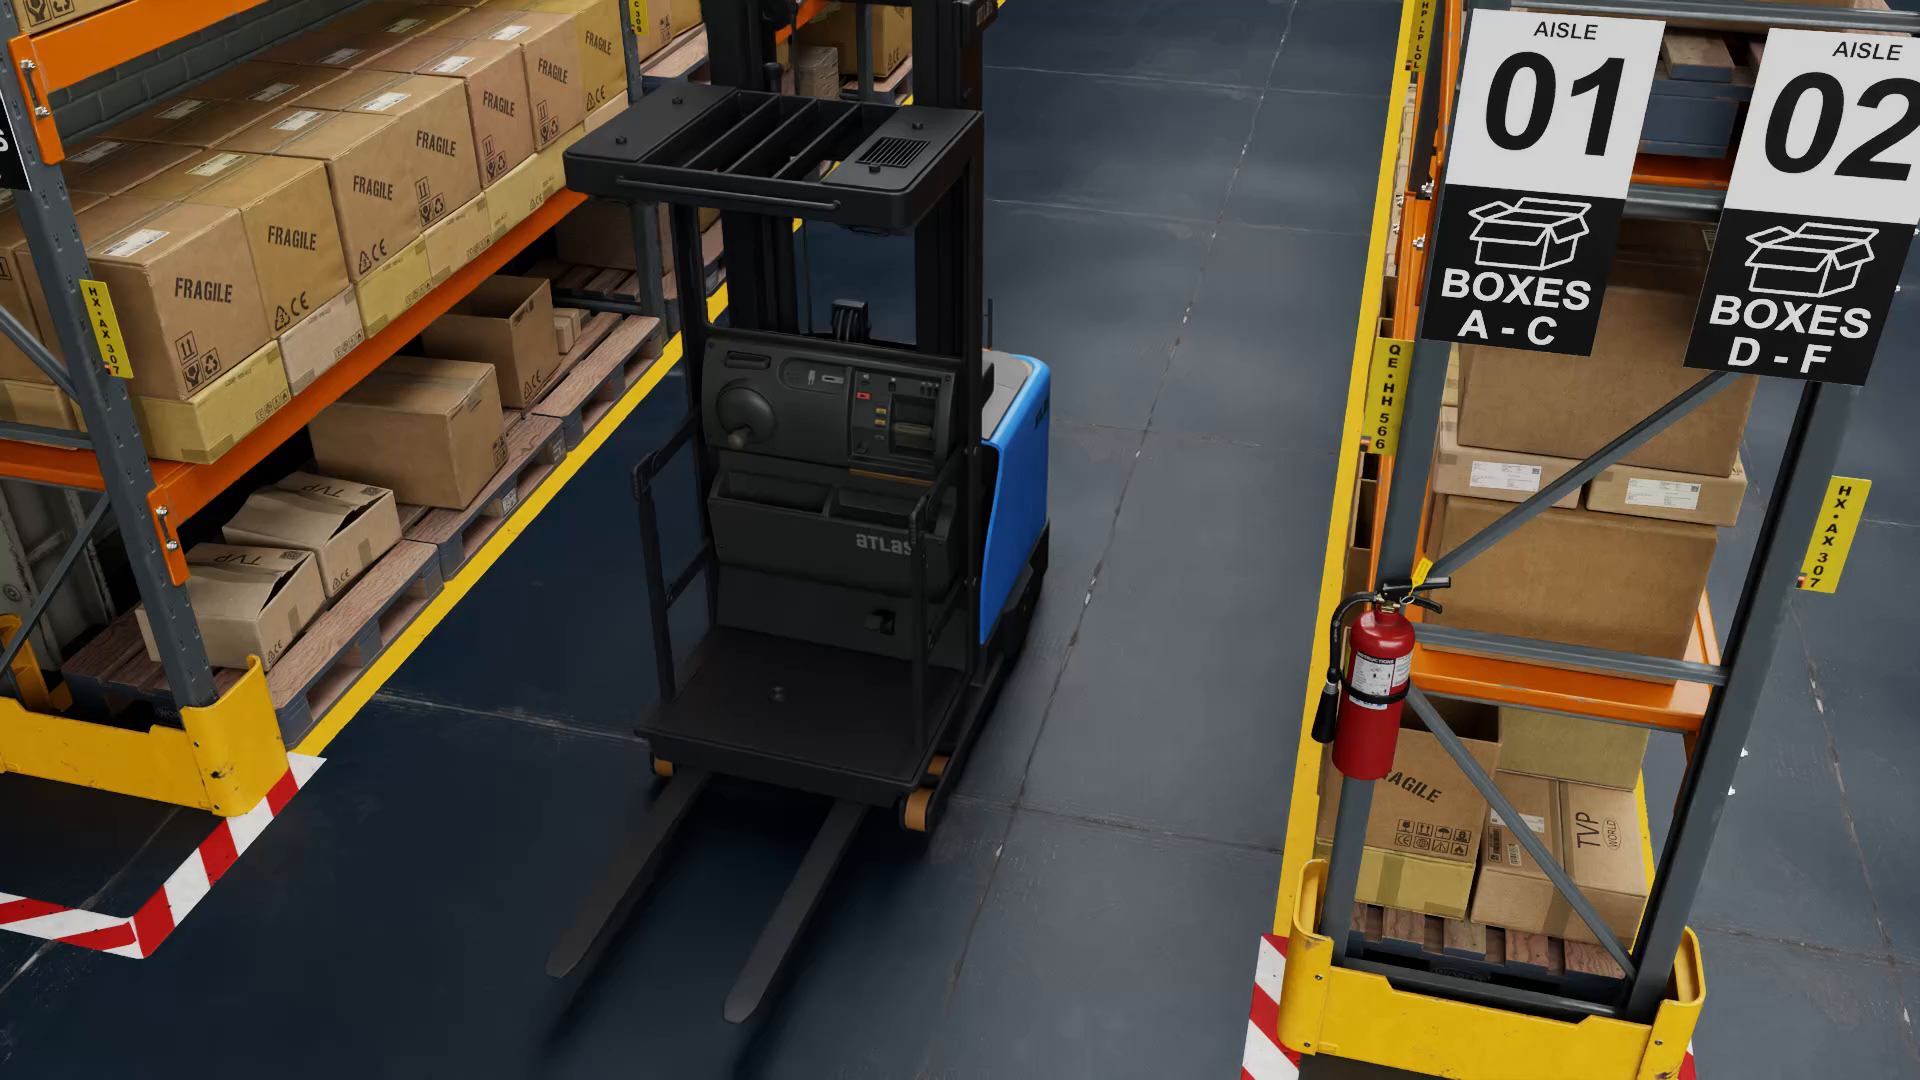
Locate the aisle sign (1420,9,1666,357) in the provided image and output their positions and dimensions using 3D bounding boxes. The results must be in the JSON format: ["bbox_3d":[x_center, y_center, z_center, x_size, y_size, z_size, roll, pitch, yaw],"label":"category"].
[{"bbox_3d":[1.306,-0.794,3.780,0.394,0.787,0.004,8,33,12],"label":"aisle sign"}]

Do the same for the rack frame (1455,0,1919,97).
[{"bbox_3d":[1.607,-2.223,2.859,1.000,3.000,0.127,8,33,12],"label":"rack frame"}]

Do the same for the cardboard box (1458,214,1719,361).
[{"bbox_3d":[1.880,-0.823,4.946,0.700,0.500,0.500,7,33,11],"label":"cardboard box"}]

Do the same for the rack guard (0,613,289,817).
[{"bbox_3d":[-3.166,0.652,6.259,1.175,0.500,0.348,8,33,12],"label":"rack guard"}]

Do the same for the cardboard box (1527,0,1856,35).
[{"bbox_3d":[1.757,-1.535,3.954,0.797,0.503,0.637,10,34,16],"label":"cardboard box"}]

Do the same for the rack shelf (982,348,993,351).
[{"bbox_3d":[-0.002,-0.767,7.250,0.258,0.103,0.180,9,34,14],"label":"rack shelf"}]

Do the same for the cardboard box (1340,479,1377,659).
[{"bbox_3d":[1.695,0.136,6.213,0.500,0.500,0.500,8,33,12],"label":"cardboard box"}]

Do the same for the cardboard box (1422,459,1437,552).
[{"bbox_3d":[1.867,-0.247,5.250,0.700,0.500,0.500,9,34,14],"label":"cardboard box"}]

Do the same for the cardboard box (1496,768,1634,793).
[{"bbox_3d":[2.082,0.784,5.893,0.500,0.250,0.500,8,33,12],"label":"cardboard box"}]

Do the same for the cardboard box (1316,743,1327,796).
[{"bbox_3d":[1.573,0.712,6.005,0.500,0.250,0.500,8,33,12],"label":"cardboard box"}]

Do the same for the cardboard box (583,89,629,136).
[{"bbox_3d":[-1.997,-2.098,8.375,0.500,0.250,0.500,8,33,12],"label":"cardboard box"}]

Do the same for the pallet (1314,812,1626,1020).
[{"bbox_3d":[1.761,1.083,5.850,1.003,0.211,1.213,8,33,12],"label":"pallet"}]

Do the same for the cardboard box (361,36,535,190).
[{"bbox_3d":[-2.250,-1.894,7.356,0.500,0.500,0.500,7,33,11],"label":"cardboard box"}]

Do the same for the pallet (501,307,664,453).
[{"bbox_3d":[-2.306,-0.909,8.984,1.003,0.211,1.213,8,33,12],"label":"pallet"}]

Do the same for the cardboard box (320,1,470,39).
[{"bbox_3d":[-2.626,-2.218,7.865,0.500,0.500,0.500,8,33,12],"label":"cardboard box"}]

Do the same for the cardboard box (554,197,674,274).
[{"bbox_3d":[-2.000,-1.955,9.948,0.700,0.500,0.500,9,34,14],"label":"cardboard box"}]

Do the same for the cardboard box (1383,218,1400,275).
[{"bbox_3d":[2.574,-1.541,9.026,0.500,0.311,0.500,9,34,14],"label":"cardboard box"}]

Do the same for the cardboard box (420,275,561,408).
[{"bbox_3d":[-2.395,-1.026,8.488,0.500,0.500,0.500,6,33,9],"label":"cardboard box"}]

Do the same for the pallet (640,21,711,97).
[{"bbox_3d":[-1.836,-2.735,9.436,1.003,0.211,1.213,8,33,12],"label":"pallet"}]

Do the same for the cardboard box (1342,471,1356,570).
[{"bbox_3d":[1.948,-0.067,7.231,0.500,0.250,0.500,8,33,12],"label":"cardboard box"}]

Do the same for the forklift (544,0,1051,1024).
[{"bbox_3d":[-0.532,-0.413,5.668,1.130,2.935,3.031,9,34,15],"label":"forklift"}]

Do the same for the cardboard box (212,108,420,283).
[{"bbox_3d":[-2.501,-1.355,6.507,0.500,0.500,0.500,7,33,11],"label":"cardboard box"}]

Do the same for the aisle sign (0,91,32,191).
[{"bbox_3d":[-2.913,-1.383,4.706,0.394,0.787,0.004,8,33,12],"label":"aisle sign"}]

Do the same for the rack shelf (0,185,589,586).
[{"bbox_3d":[-2.678,-1.098,7.352,1.077,0.370,4.000,8,33,12],"label":"rack shelf"}]

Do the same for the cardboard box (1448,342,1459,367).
[{"bbox_3d":[1.650,-0.500,5.043,0.380,0.149,0.250,8,33,12],"label":"cardboard box"}]

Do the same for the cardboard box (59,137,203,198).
[{"bbox_3d":[-3.134,-1.159,6.199,0.500,0.500,0.500,8,33,13],"label":"cardboard box"}]

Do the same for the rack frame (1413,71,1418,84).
[{"bbox_3d":[3.637,-3.843,10.999,1.000,3.000,0.127,8,33,12],"label":"rack frame"}]

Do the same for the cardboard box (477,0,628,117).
[{"bbox_3d":[-1.991,-2.414,8.173,0.500,0.500,0.500,8,33,12],"label":"cardboard box"}]

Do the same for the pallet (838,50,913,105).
[{"bbox_3d":[-0.882,-3.737,13.432,1.003,0.211,1.213,8,33,12],"label":"pallet"}]

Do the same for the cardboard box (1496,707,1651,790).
[{"bbox_3d":[2.083,0.468,5.691,0.500,0.500,0.500,8,33,12],"label":"cardboard box"}]

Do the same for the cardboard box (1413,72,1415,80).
[{"bbox_3d":[3.648,-3.491,12.365,0.500,0.500,0.500,9,34,14],"label":"cardboard box"}]

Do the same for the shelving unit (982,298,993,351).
[{"bbox_3d":[-0.001,-0.501,7.419,0.258,1.200,0.189,9,34,14],"label":"shelving unit"}]

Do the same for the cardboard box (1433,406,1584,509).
[{"bbox_3d":[1.520,-0.231,4.620,0.380,0.149,0.250,7,33,12],"label":"cardboard box"}]

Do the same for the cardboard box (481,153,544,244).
[{"bbox_3d":[-2.244,-1.577,7.556,0.500,0.250,0.500,8,33,12],"label":"cardboard box"}]

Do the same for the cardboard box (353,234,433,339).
[{"bbox_3d":[-2.501,-1.054,6.733,0.500,0.250,0.500,8,33,12],"label":"cardboard box"}]

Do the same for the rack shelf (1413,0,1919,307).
[{"bbox_3d":[2.115,-1.691,5.489,1.077,0.370,4.000,8,33,12],"label":"rack shelf"}]

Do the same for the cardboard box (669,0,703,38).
[{"bbox_3d":[-1.859,-3.216,9.509,0.700,0.500,0.500,11,34,17],"label":"cardboard box"}]

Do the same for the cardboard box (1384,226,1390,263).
[{"bbox_3d":[2.837,-1.830,10.004,0.500,0.250,0.500,9,33,13],"label":"cardboard box"}]

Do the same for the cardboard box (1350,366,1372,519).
[{"bbox_3d":[1.948,-0.383,7.030,0.500,0.500,0.500,8,33,12],"label":"cardboard box"}]

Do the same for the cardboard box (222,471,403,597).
[{"bbox_3d":[-2.778,-0.057,7.140,0.500,0.311,0.500,11,34,16],"label":"cardboard box"}]

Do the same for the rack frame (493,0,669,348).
[{"bbox_3d":[-2.170,-2.440,8.791,1.000,3.000,0.127,8,33,12],"label":"rack frame"}]

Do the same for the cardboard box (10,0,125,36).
[{"bbox_3d":[-2.859,-1.820,4.909,0.500,0.500,0.500,9,34,14],"label":"cardboard box"}]

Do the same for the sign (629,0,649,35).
[{"bbox_3d":[-1.643,-2.735,8.449,0.100,0.325,0.005,8,33,12],"label":"sign"}]

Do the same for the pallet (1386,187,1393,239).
[{"bbox_3d":[3.391,-2.244,11.083,1.003,0.211,1.213,8,33,12],"label":"pallet"}]

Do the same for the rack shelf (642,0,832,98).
[{"bbox_3d":[-1.663,-3.174,10.617,1.077,0.370,4.000,8,33,12],"label":"rack shelf"}]

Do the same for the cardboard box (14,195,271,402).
[{"bbox_3d":[-2.773,-0.832,5.685,0.500,0.500,0.500,8,33,12],"label":"cardboard box"}]

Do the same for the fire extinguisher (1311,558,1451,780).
[{"bbox_3d":[1.128,0.339,4.492,0.296,0.674,0.183,8,33,12],"label":"fire extinguisher"}]

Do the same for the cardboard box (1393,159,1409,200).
[{"bbox_3d":[2.834,-2.059,9.842,0.500,0.311,0.500,8,33,12],"label":"cardboard box"}]

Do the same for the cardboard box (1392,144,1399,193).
[{"bbox_3d":[3.094,-2.367,10.849,0.500,0.250,0.500,7,33,11],"label":"cardboard box"}]

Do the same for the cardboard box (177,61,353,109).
[{"bbox_3d":[-2.879,-1.689,7.033,0.500,0.500,0.500,8,33,13],"label":"cardboard box"}]

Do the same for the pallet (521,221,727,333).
[{"bbox_3d":[-1.974,-1.667,10.175,1.003,0.211,1.213,8,33,12],"label":"pallet"}]

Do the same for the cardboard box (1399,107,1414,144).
[{"bbox_3d":[3.095,-2.591,10.678,0.500,0.311,0.500,7,33,11],"label":"cardboard box"}]

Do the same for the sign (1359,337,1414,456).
[{"bbox_3d":[1.086,-0.361,4.222,0.100,0.325,0.005,8,33,12],"label":"sign"}]

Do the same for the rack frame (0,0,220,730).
[{"bbox_3d":[-3.185,-0.364,5.526,1.000,3.000,0.127,8,33,12],"label":"rack frame"}]

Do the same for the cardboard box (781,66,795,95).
[{"bbox_3d":[-1.531,-3.014,11.615,0.700,0.500,0.500,8,33,12],"label":"cardboard box"}]

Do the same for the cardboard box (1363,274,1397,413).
[{"bbox_3d":[2.202,-0.902,7.846,0.500,0.500,0.500,8,33,12],"label":"cardboard box"}]

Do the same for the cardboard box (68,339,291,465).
[{"bbox_3d":[-2.754,-0.519,5.892,0.500,0.250,0.500,7,33,11],"label":"cardboard box"}]
